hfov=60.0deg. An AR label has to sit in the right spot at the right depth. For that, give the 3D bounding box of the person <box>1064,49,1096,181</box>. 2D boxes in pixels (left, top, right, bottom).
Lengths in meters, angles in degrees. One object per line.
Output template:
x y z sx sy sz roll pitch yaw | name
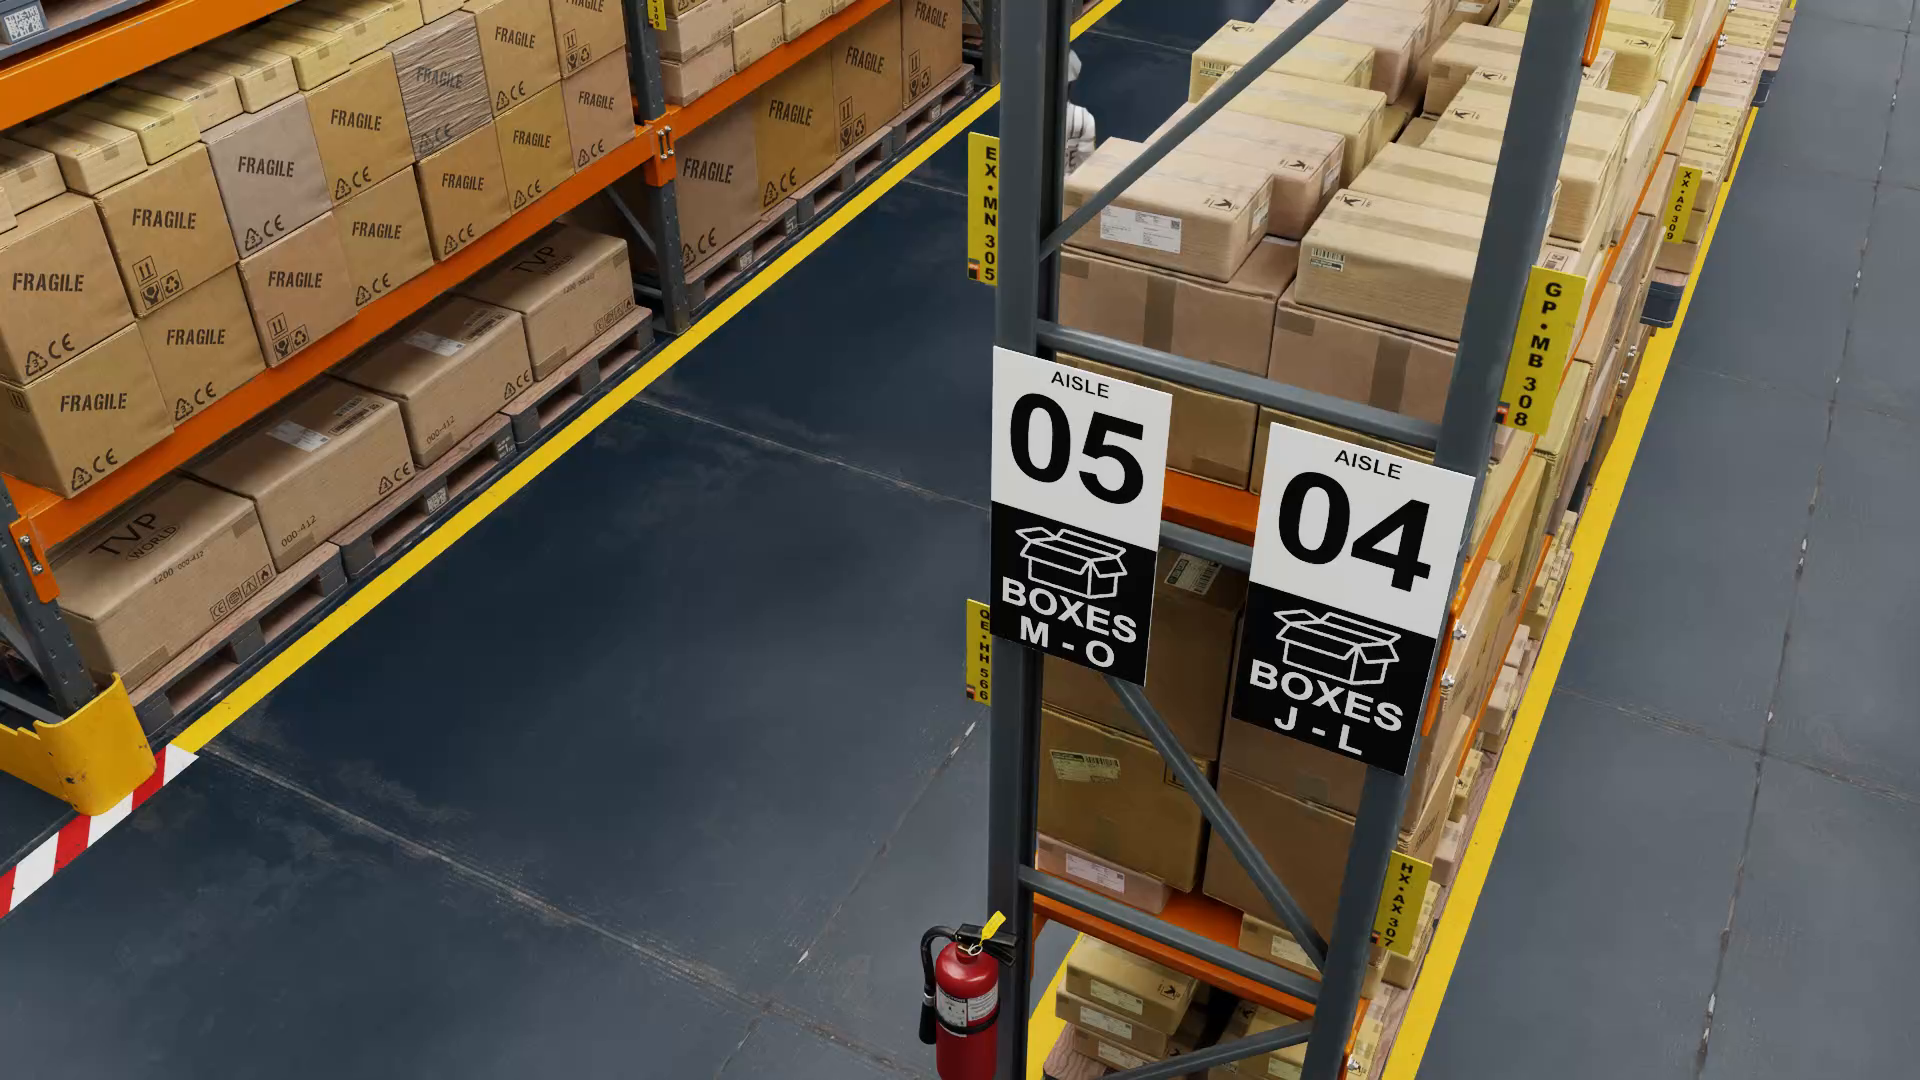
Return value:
0.508 -1.865 9.049 0.514 1.684 0.433 4 38 5 | person
